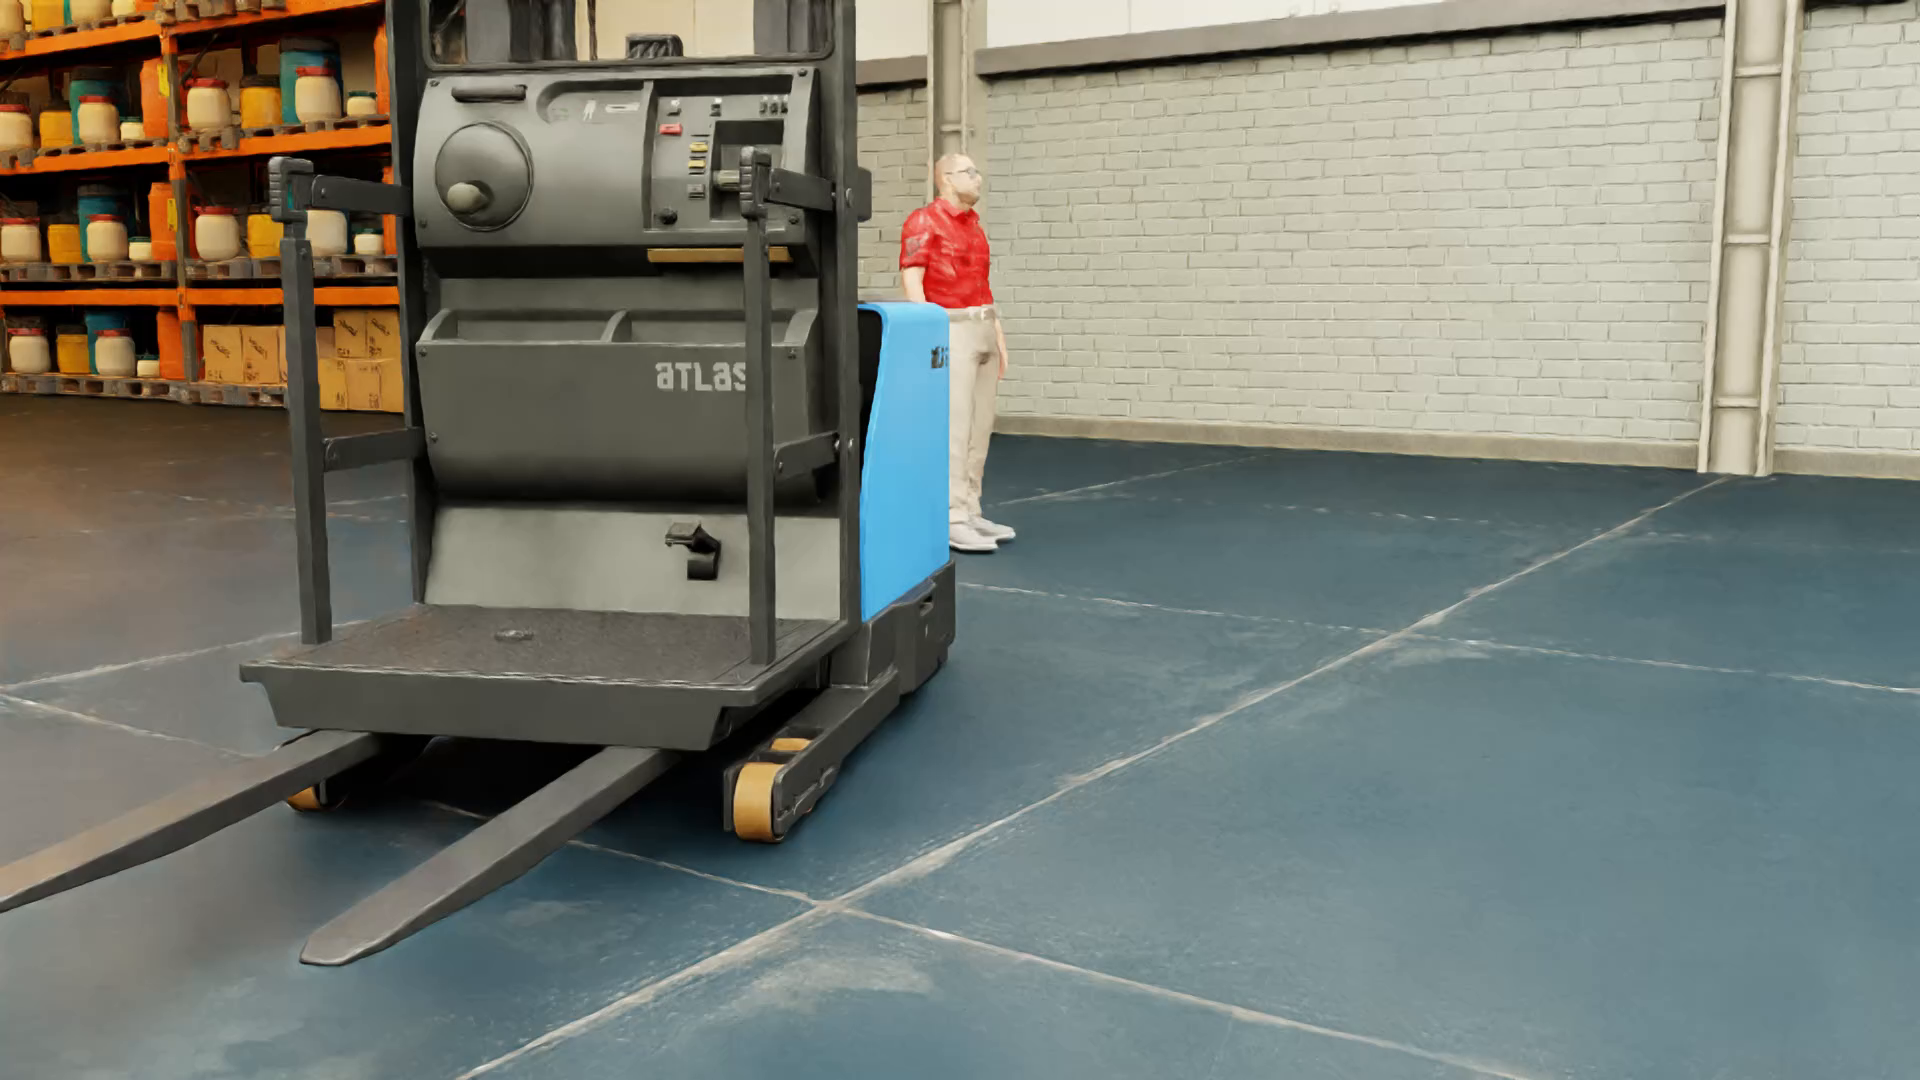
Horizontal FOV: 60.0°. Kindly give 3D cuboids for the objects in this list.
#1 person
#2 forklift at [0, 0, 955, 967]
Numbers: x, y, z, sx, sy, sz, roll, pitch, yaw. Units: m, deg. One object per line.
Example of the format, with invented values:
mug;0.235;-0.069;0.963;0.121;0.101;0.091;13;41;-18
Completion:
person;0.068;-0.855;7.421;0.550;1.727;0.640;5;10;34
forklift;-0.822;-0.900;3.518;1.130;2.935;3.031;2;8;12
